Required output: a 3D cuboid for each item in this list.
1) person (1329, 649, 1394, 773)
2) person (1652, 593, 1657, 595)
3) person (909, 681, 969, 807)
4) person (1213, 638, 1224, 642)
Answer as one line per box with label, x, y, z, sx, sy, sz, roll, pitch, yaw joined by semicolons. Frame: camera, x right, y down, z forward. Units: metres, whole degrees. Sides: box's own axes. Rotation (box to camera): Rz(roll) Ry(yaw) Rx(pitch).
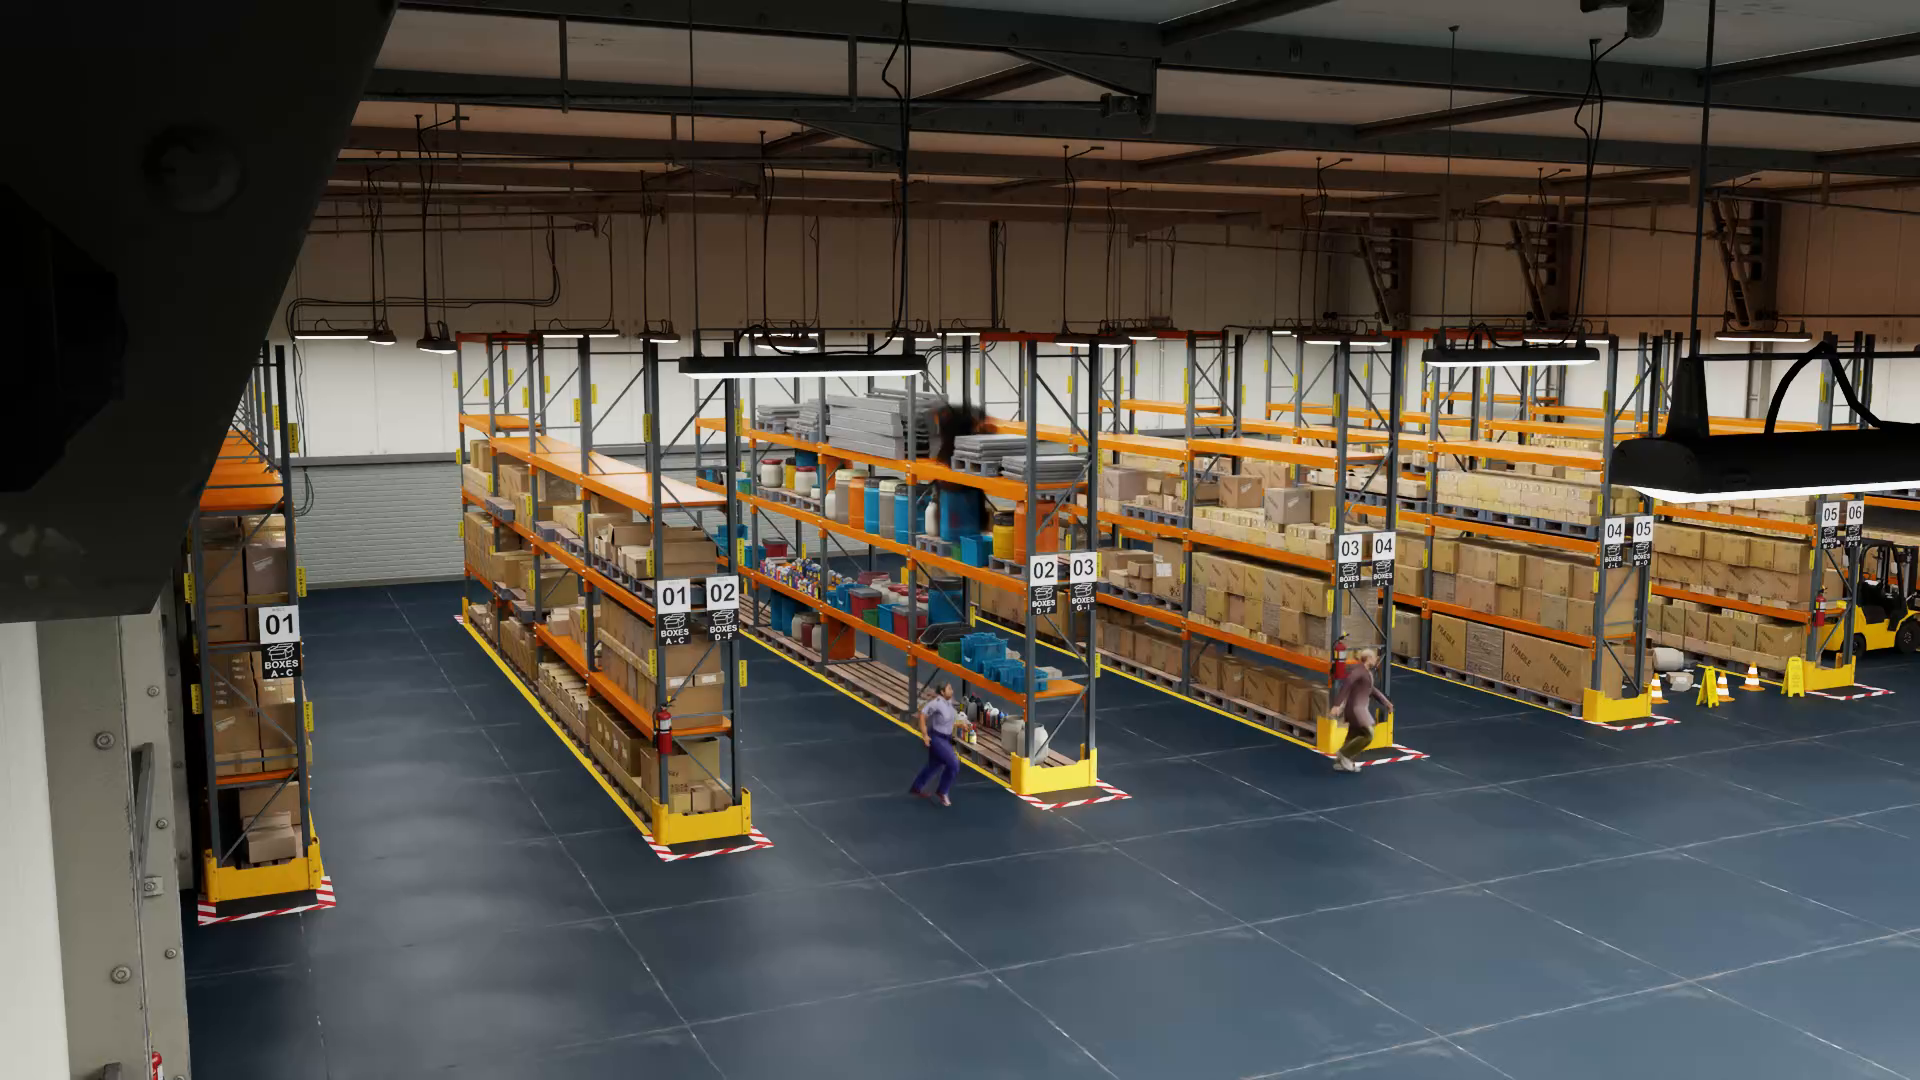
person;5.578;2.375;23.043;0.794;1.751;0.703;3;8;24
person;14.442;0.951;34.049;0.577;1.622;0.788;-6;10;-37
person;-0.290;2.641;21.619;0.815;1.666;0.549;2;8;15
person;5.195;1.312;32.022;0.596;1.417;0.955;-1;8;-11
